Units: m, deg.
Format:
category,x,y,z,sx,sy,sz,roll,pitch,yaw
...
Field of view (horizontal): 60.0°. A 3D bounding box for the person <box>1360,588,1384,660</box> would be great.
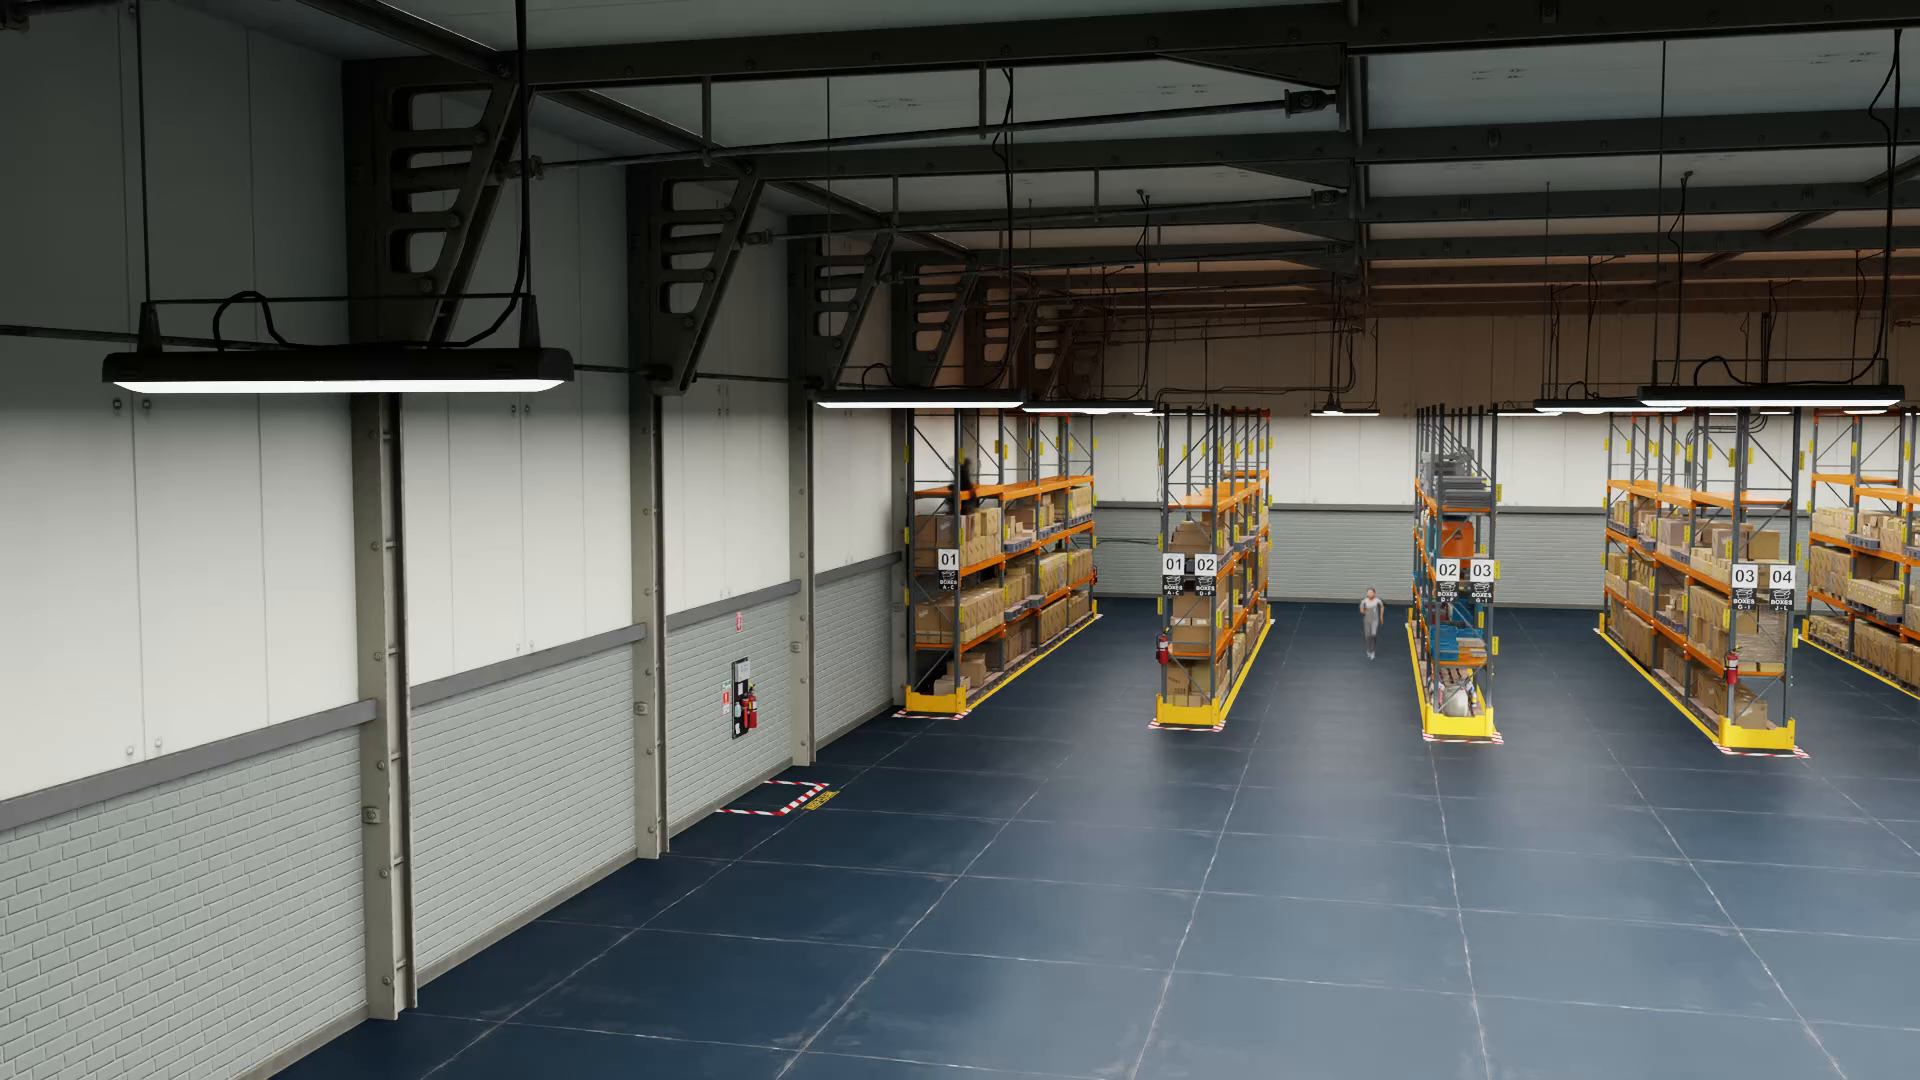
category,x,y,z,sx,sy,sz,roll,pitch,yaw
person,9.846,2.001,39.818,0.537,1.695,0.818,1,4,19
